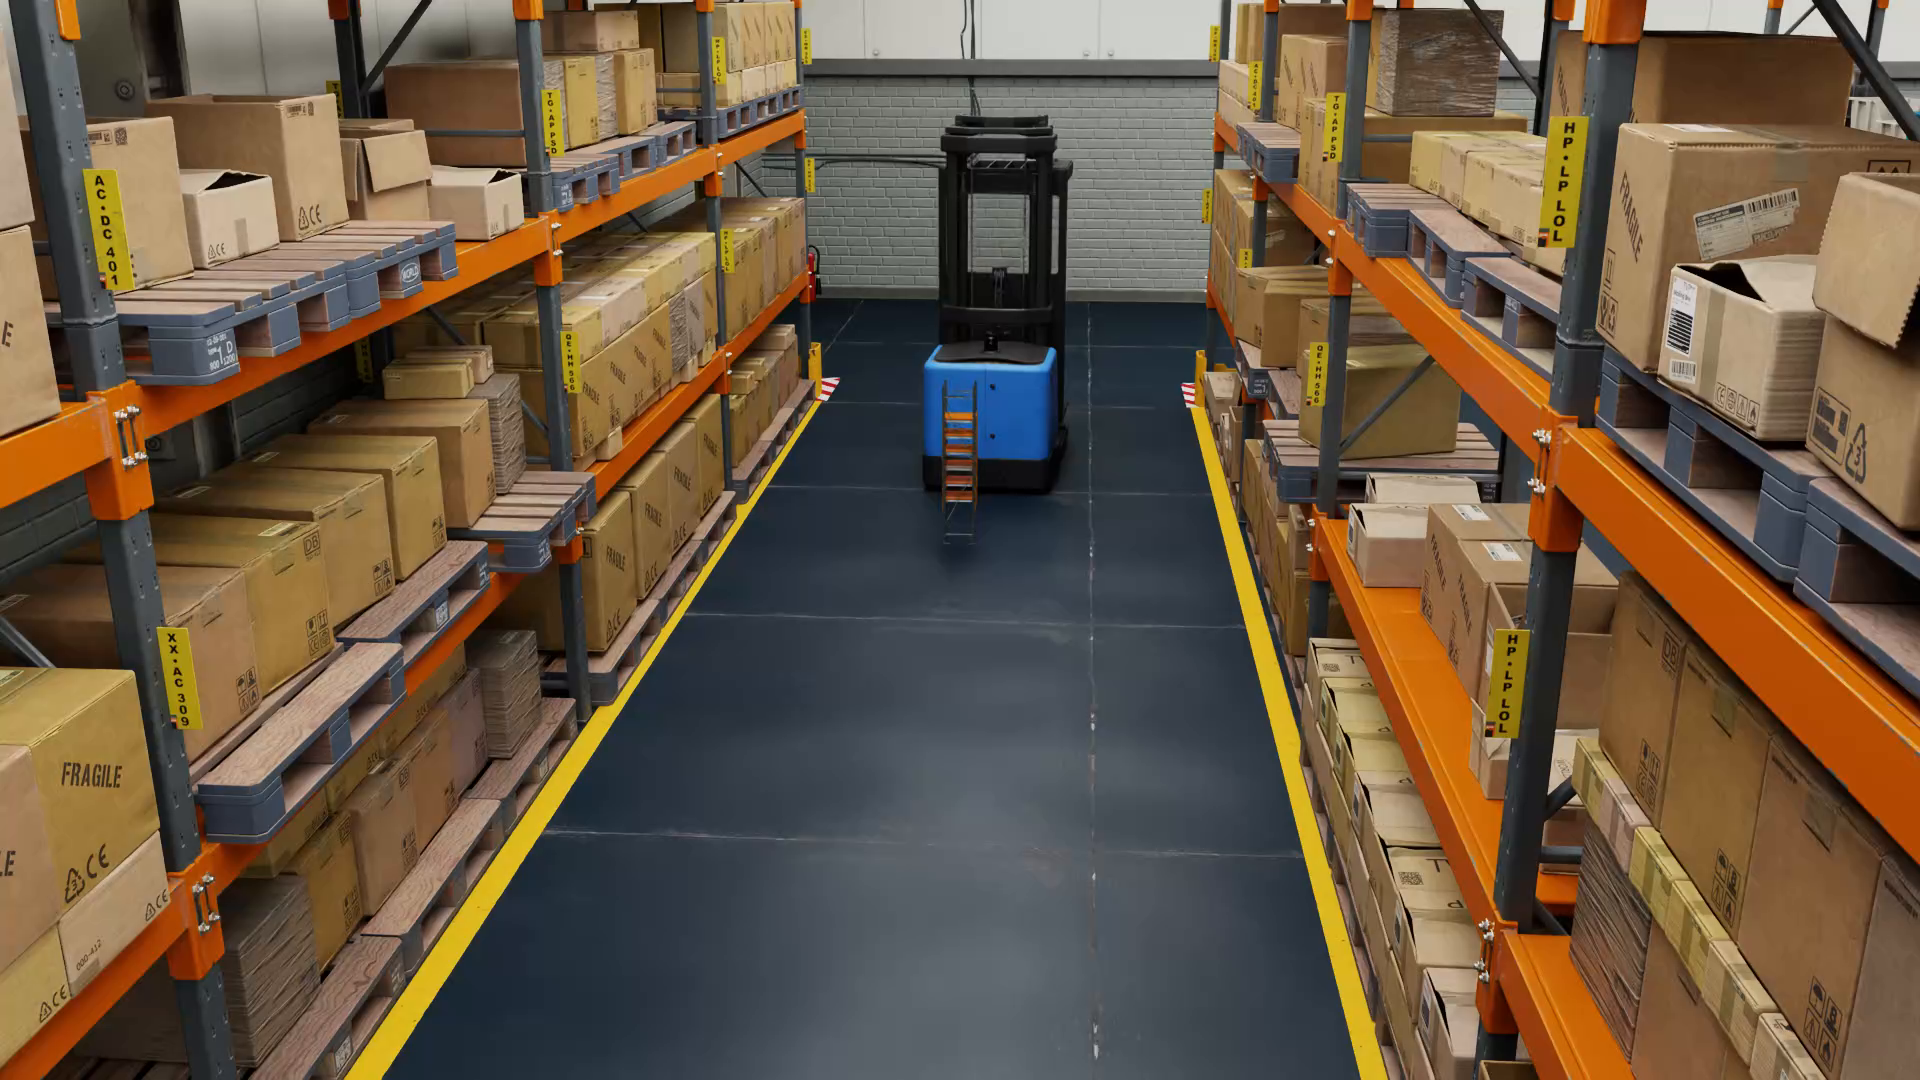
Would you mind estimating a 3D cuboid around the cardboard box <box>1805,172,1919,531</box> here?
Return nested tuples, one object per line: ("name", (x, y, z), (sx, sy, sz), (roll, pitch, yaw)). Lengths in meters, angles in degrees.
("cardboard box", (1.829, -0.307, 2.661), (0.797, 0.503, 0.637), (3, 18, 10))

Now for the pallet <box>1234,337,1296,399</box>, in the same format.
("pallet", (2.480, -1.223, 11.646), (1.003, 0.211, 1.213), (1, 18, 4))

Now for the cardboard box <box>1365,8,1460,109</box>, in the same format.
("cardboard box", (2.434, -2.559, 8.833), (0.500, 0.500, 0.500), (1, 18, 4))

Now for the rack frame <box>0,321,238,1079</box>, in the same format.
("rack frame", (-2.869, 0.815, 5.117), (1.000, 3.000, 0.127), (1, 18, 4))

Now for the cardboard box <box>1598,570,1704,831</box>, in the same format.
("cardboard box", (2.047, 0.399, 4.145), (0.700, 0.500, 0.500), (1, 18, 4))

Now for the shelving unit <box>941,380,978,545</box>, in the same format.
("shelving unit", (-0.001, -0.566, 12.222), (0.258, 1.200, 0.189), (1, 18, 4))

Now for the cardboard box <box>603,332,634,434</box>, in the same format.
("cardboard box", (-2.245, -0.933, 9.782), (0.500, 0.500, 0.500), (2, 18, 6))

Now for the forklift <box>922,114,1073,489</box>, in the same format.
("forklift", (0.394, -2.222, 14.498), (1.130, 2.935, 3.031), (2, 18, 7))

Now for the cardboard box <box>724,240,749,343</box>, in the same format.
("cardboard box", (-2.240, -1.980, 13.166), (0.980, 0.700, 0.700), (2, 18, 5))

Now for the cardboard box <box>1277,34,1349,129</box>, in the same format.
("cardboard box", (2.537, -3.125, 11.330), (0.600, 0.600, 0.600), (0, 18, -1))

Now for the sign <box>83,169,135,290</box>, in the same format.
("sign", (-2.327, -0.846, 4.540), (0.100, 0.325, 0.005), (1, 18, 4))

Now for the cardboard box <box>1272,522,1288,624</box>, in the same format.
("cardboard box", (2.230, 0.205, 10.288), (0.500, 0.500, 0.500), (1, 18, 2))

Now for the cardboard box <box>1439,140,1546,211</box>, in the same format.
("cardboard box", (2.363, -1.566, 7.134), (0.500, 0.250, 0.500), (2, 18, 5))

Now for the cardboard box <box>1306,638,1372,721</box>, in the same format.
("cardboard box", (2.029, 0.679, 8.374), (0.500, 0.311, 0.500), (2, 18, 6))

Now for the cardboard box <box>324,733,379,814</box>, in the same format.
("cardboard box", (-2.771, 0.910, 6.931), (0.500, 0.250, 0.500), (1, 18, 2))

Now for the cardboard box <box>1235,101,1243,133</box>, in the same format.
("cardboard box", (2.489, -3.381, 13.349), (0.500, 0.250, 0.500), (1, 18, 4))

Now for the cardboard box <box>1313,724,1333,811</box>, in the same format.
("cardboard box", (1.994, 1.102, 7.984), (0.500, 0.250, 0.500), (1, 18, 2))

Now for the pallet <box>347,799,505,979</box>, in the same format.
("pallet", (-2.729, 1.519, 7.449), (1.003, 0.211, 1.213), (1, 18, 4))

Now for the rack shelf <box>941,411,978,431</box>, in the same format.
("rack shelf", (-0.001, -0.866, 12.124), (0.258, 0.103, 0.180), (1, 18, 4))

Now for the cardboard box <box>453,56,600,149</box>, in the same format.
("cardboard box", (-2.566, -2.598, 9.850), (0.700, 0.500, 0.500), (2, 18, 7))

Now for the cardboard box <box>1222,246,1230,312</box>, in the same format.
("cardboard box", (2.530, -2.246, 14.301), (0.500, 0.500, 0.500), (2, 18, 5))

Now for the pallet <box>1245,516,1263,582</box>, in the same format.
("pallet", (2.626, 0.019, 12.027), (1.003, 0.211, 1.213), (1, 18, 4))

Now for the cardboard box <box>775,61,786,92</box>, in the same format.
("cardboard box", (-1.832, -4.118, 14.761), (0.500, 0.250, 0.500), (1, 18, 2))

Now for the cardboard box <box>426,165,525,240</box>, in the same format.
("cardboard box", (-2.364, -1.590, 7.751), (0.500, 0.311, 0.500), (1, 18, 4))

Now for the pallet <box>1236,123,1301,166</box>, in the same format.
("pallet", (2.529, -2.695, 11.315), (1.213, 0.211, 1.003), (1, 18, 4))

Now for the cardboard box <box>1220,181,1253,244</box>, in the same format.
("cardboard box", (2.567, -2.875, 14.614), (0.500, 0.500, 0.500), (2, 18, 5))

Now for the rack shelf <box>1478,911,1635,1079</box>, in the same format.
("rack shelf", (1.929, 1.888, 3.000), (1.077, 0.370, 4.000), (1, 18, 4))

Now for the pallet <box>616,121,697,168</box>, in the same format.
("pallet", (-2.312, -2.718, 11.390), (0.805, 0.209, 1.217), (1, 18, 2))

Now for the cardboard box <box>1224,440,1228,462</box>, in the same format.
("cardboard box", (2.371, -0.715, 13.660), (0.380, 0.149, 0.250), (1, 18, 4))

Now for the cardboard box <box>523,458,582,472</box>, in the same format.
("cardboard box", (-2.327, -0.414, 9.241), (0.380, 0.149, 0.250), (1, 18, 3))

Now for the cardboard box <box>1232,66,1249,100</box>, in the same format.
("cardboard box", (2.524, -3.774, 13.745), (0.500, 0.250, 0.500), (1, 18, 4))

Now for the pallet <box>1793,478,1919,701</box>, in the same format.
("pallet", (1.947, 0.185, 2.367), (1.003, 0.211, 1.213), (1, 18, 4))

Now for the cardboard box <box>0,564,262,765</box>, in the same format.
("cardboard box", (-2.798, 0.402, 5.513), (0.700, 0.500, 0.500), (1, 18, 4))

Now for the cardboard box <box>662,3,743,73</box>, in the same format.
("cardboard box", (-1.964, -3.842, 12.715), (0.500, 0.500, 0.500), (1, 18, 3))

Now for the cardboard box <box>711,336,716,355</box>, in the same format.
("cardboard box", (-2.037, -1.448, 12.396), (0.380, 0.149, 0.250), (1, 18, 4))

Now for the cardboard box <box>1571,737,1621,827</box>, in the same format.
("cardboard box", (1.860, 0.648, 4.425), (0.380, 0.149, 0.250), (1, 18, 4))

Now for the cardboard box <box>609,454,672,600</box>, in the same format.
("cardboard box", (-2.329, -0.102, 10.696), (0.750, 0.750, 0.750), (1, 18, 4))

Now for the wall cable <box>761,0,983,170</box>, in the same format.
("wall cable", (-1.246, -6.035, 21.377), (3.097, 2.526, 0.112), (1, 18, 4))

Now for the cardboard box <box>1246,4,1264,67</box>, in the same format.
("cardboard box", (2.734, -4.126, 13.614), (0.700, 0.500, 0.500), (1, 18, 4))

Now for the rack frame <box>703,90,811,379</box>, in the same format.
("rack frame", (-2.008, -2.912, 16.491), (1.000, 3.000, 0.127), (1, 18, 4))

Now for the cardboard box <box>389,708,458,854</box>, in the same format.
("cardboard box", (-2.742, 1.089, 7.590), (0.700, 0.500, 0.500), (1, 18, 4))

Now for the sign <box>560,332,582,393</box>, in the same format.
("sign", (-2.040, -0.930, 8.713), (0.100, 0.325, 0.005), (1, 18, 4))

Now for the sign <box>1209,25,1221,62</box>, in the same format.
("sign", (2.392, -4.655, 15.591), (0.100, 0.325, 0.005), (1, 18, 4))

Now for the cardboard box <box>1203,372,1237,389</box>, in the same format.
("cardboard box", (2.560, -1.534, 16.159), (0.380, 0.149, 0.250), (1, 18, 4))

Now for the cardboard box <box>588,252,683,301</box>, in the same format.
("cardboard box", (-2.156, -1.756, 11.091), (0.500, 0.250, 0.500), (2, 18, 5))

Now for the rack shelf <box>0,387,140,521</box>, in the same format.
("rack shelf", (-3.012, 0.353, 2.866), (1.077, 0.370, 4.000), (1, 18, 4))

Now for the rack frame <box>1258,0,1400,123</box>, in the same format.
("rack frame", (2.646, -4.411, 11.432), (1.000, 3.000, 0.127), (1, 18, 4))

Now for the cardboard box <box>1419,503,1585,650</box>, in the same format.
("cardboard box", (2.255, 0.157, 6.968), (0.500, 0.500, 0.500), (0, 18, 1))

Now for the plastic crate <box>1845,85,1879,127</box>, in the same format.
("plastic crate", (7.490, -3.618, 13.930), (0.504, 0.338, 0.767), (1, 18, 4))

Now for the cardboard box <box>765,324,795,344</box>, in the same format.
("cardboard box", (-1.786, -1.968, 15.910), (0.380, 0.149, 0.250), (1, 18, 3))

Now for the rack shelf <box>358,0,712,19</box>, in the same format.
("rack shelf", (-2.438, -3.367, 10.044), (1.077, 0.370, 4.000), (1, 18, 4))

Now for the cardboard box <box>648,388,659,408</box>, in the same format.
("cardboard box", (-2.202, -0.972, 10.944), (0.380, 0.149, 0.250), (2, 18, 6))

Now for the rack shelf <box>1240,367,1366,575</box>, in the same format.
("rack shelf", (2.503, -0.597, 10.582), (1.077, 0.370, 4.000), (1, 18, 4))

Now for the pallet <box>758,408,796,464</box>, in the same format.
("pallet", (-2.078, -0.958, 15.009), (1.003, 0.211, 1.213), (1, 18, 4))

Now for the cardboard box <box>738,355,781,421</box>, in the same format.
("cardboard box", (-2.030, -1.392, 15.194), (0.700, 0.500, 0.500), (1, 18, 2))

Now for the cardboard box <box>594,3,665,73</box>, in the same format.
("cardboard box", (-2.478, -3.849, 12.736), (0.500, 0.500, 0.500), (1, 18, 3))

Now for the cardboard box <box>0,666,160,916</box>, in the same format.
("cardboard box", (-2.594, 0.675, 4.552), (0.500, 0.500, 0.500), (1, 18, 4))

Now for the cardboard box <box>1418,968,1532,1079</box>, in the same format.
("cardboard box", (1.816, 1.633, 5.462), (0.500, 0.311, 0.500), (1, 18, 4))
